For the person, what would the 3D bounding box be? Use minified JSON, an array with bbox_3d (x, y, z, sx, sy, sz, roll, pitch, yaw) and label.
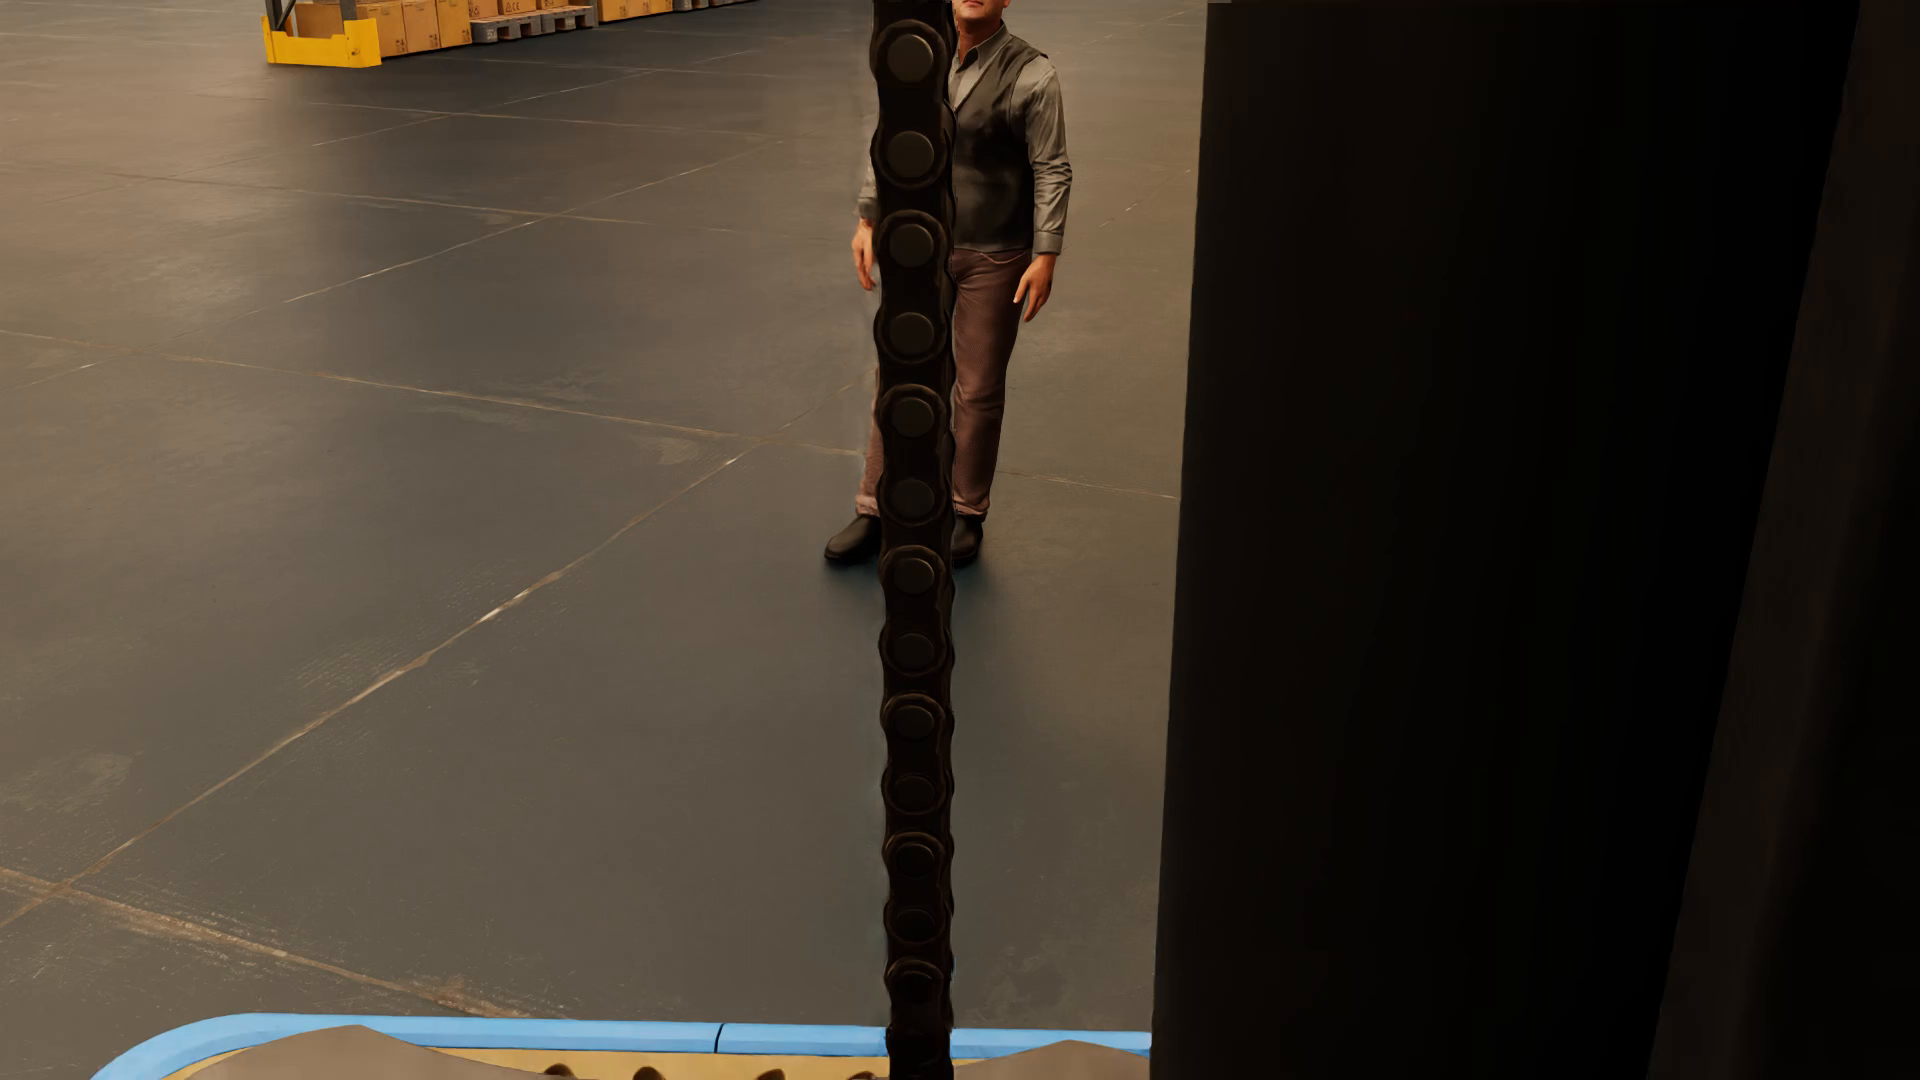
[{"bbox_3d":[-0.031,-0.780,4.708,0.632,1.720,0.568,9,24,21],"label":"person"}]
